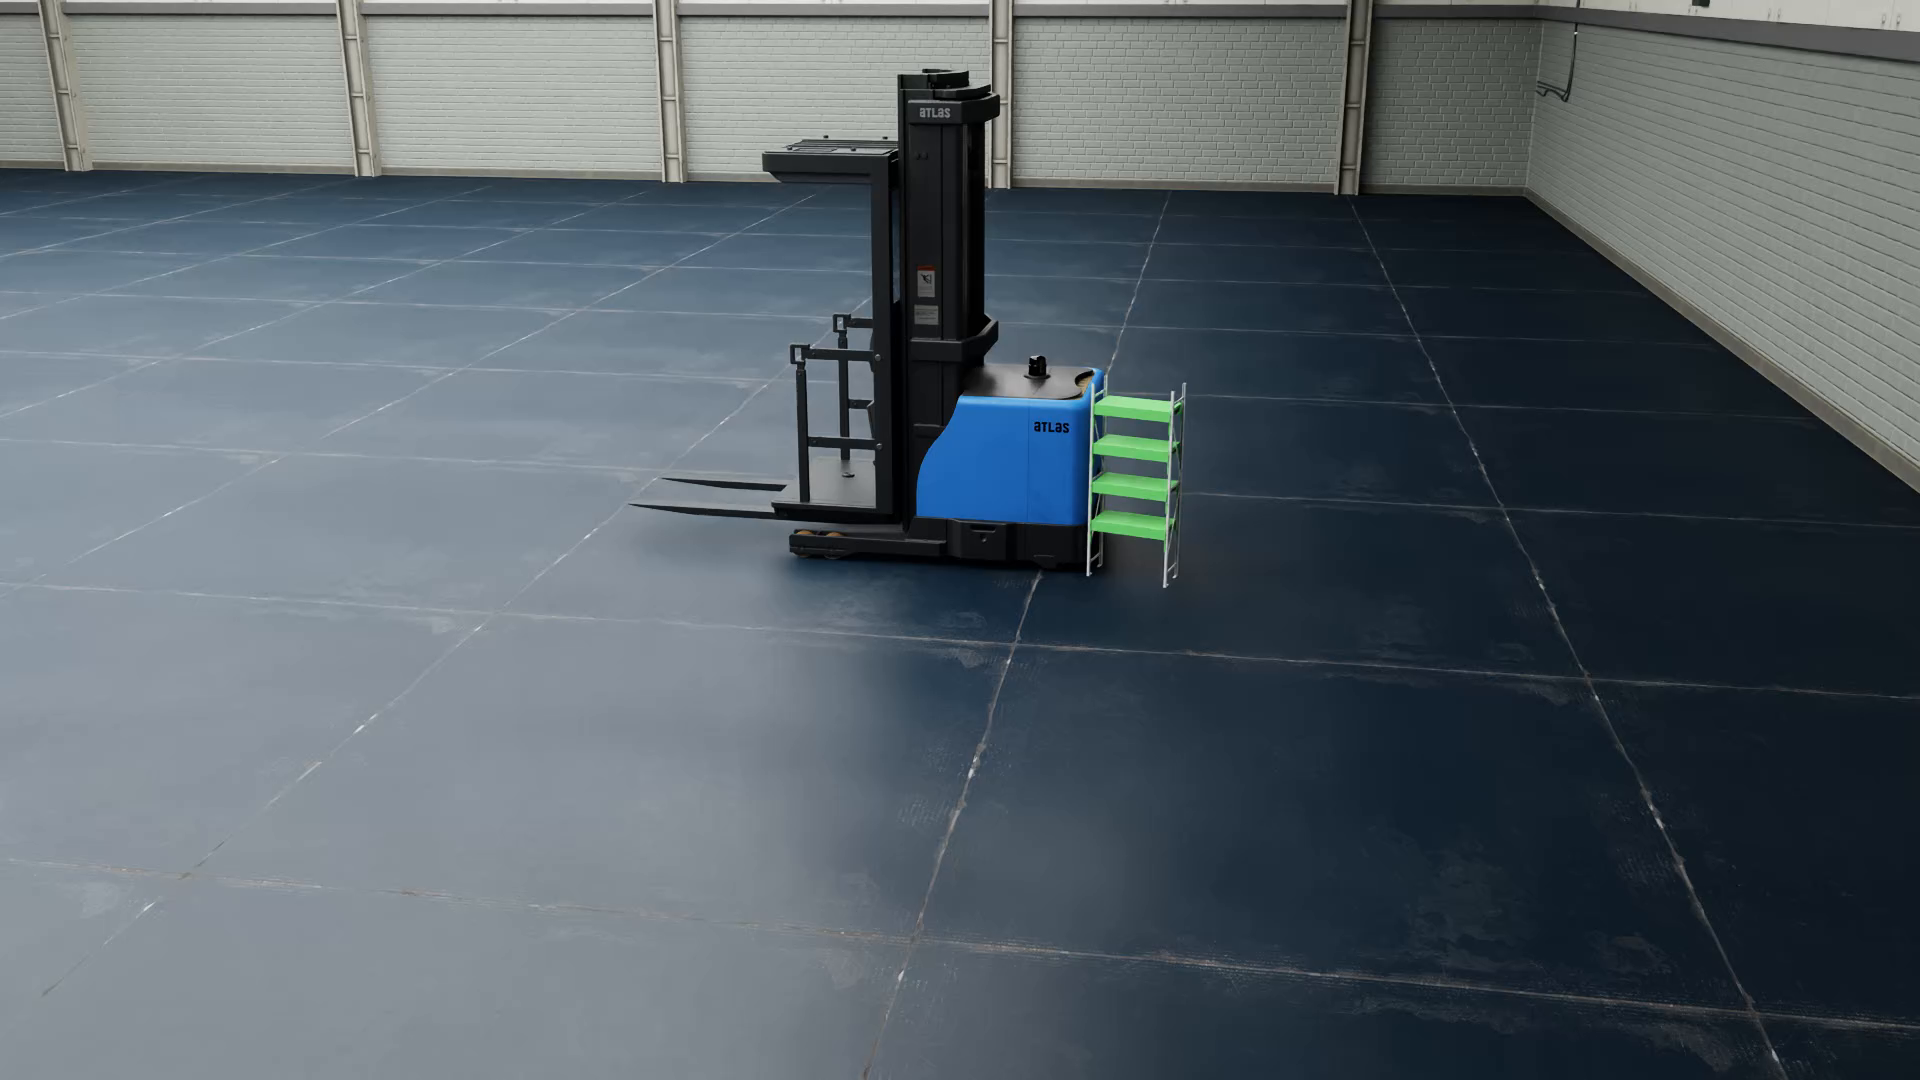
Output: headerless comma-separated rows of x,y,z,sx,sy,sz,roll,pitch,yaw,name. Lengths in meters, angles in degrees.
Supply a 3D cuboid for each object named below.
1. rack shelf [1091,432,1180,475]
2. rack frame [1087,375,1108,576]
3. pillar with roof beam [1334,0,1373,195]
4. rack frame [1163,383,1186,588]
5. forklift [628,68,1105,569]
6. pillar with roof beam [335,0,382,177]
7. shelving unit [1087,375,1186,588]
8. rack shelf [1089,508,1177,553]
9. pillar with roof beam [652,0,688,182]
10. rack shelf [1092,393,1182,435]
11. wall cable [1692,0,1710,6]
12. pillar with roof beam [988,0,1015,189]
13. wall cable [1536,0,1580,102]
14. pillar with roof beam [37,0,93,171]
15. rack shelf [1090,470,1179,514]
1.051,-0.517,9.902,0.480,0.148,0.258,8,20,23,rack shelf
0.829,-0.382,10.054,0.015,1.200,0.240,8,20,23,rack frame
5.959,-8.876,23.149,0.400,9.000,9.100,3,19,9,pillar with roof beam
1.273,-0.318,9.862,0.015,1.200,0.240,8,20,23,rack frame
-0.614,-1.428,10.452,3.031,2.935,1.130,4,19,10,forklift
-11.813,-9.782,25.857,0.400,9.000,9.100,3,19,9,pillar with roof beam
1.051,-0.350,9.958,0.503,1.200,0.258,8,20,23,shelving unit
1.051,-0.062,10.055,0.480,0.148,0.258,8,20,23,rack shelf
-5.889,-9.480,24.954,0.400,9.000,9.100,3,19,9,pillar with roof beam
1.051,-0.745,9.826,0.480,0.148,0.258,8,20,23,rack shelf
7.819,-8.302,16.073,0.169,6.003,2.305,3,19,9,wall cable
0.035,-9.178,24.052,0.400,9.000,9.100,3,19,9,pillar with roof beam
9.341,-8.190,25.991,0.112,2.526,3.097,3,19,9,wall cable
-17.737,-10.084,26.759,0.400,9.000,9.100,3,19,9,pillar with roof beam
1.051,-0.289,9.978,0.480,0.148,0.258,8,20,23,rack shelf
